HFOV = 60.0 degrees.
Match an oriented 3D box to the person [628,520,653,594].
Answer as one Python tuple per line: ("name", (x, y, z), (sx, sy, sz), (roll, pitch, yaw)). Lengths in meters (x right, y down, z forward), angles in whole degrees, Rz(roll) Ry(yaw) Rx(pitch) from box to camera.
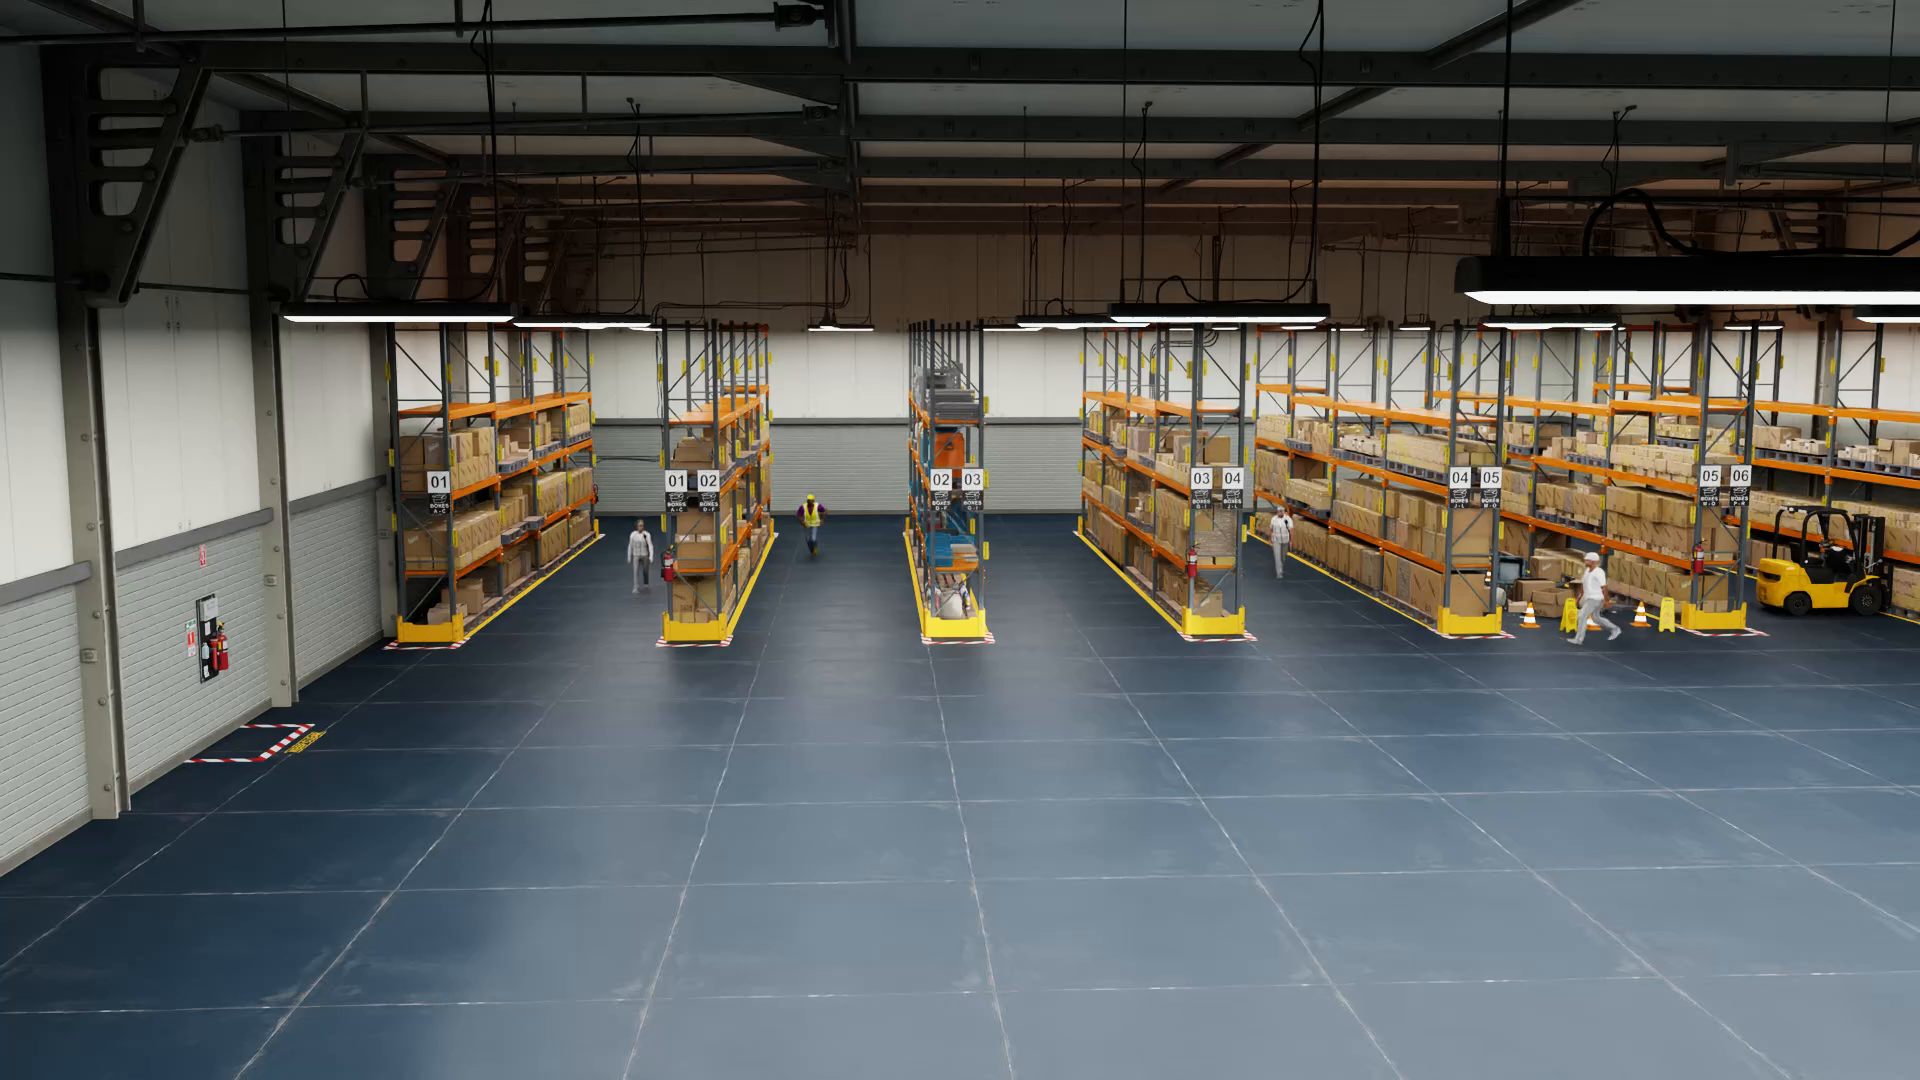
("person", (-7.102, 0.343, 36.906), (0.588, 1.614, 1.031), (0, 7, -2))

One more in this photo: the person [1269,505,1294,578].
("person", (7.607, 0.012, 39.252), (0.526, 1.699, 1.065), (0, 7, -2))

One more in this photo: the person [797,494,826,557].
("person", (-3.806, -0.363, 42.646), (0.704, 1.659, 0.719), (1, 7, 7))

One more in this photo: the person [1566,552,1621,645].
("person", (11.763, 1.080, 30.779), (1.068, 1.715, 0.626), (0, 7, 1))
